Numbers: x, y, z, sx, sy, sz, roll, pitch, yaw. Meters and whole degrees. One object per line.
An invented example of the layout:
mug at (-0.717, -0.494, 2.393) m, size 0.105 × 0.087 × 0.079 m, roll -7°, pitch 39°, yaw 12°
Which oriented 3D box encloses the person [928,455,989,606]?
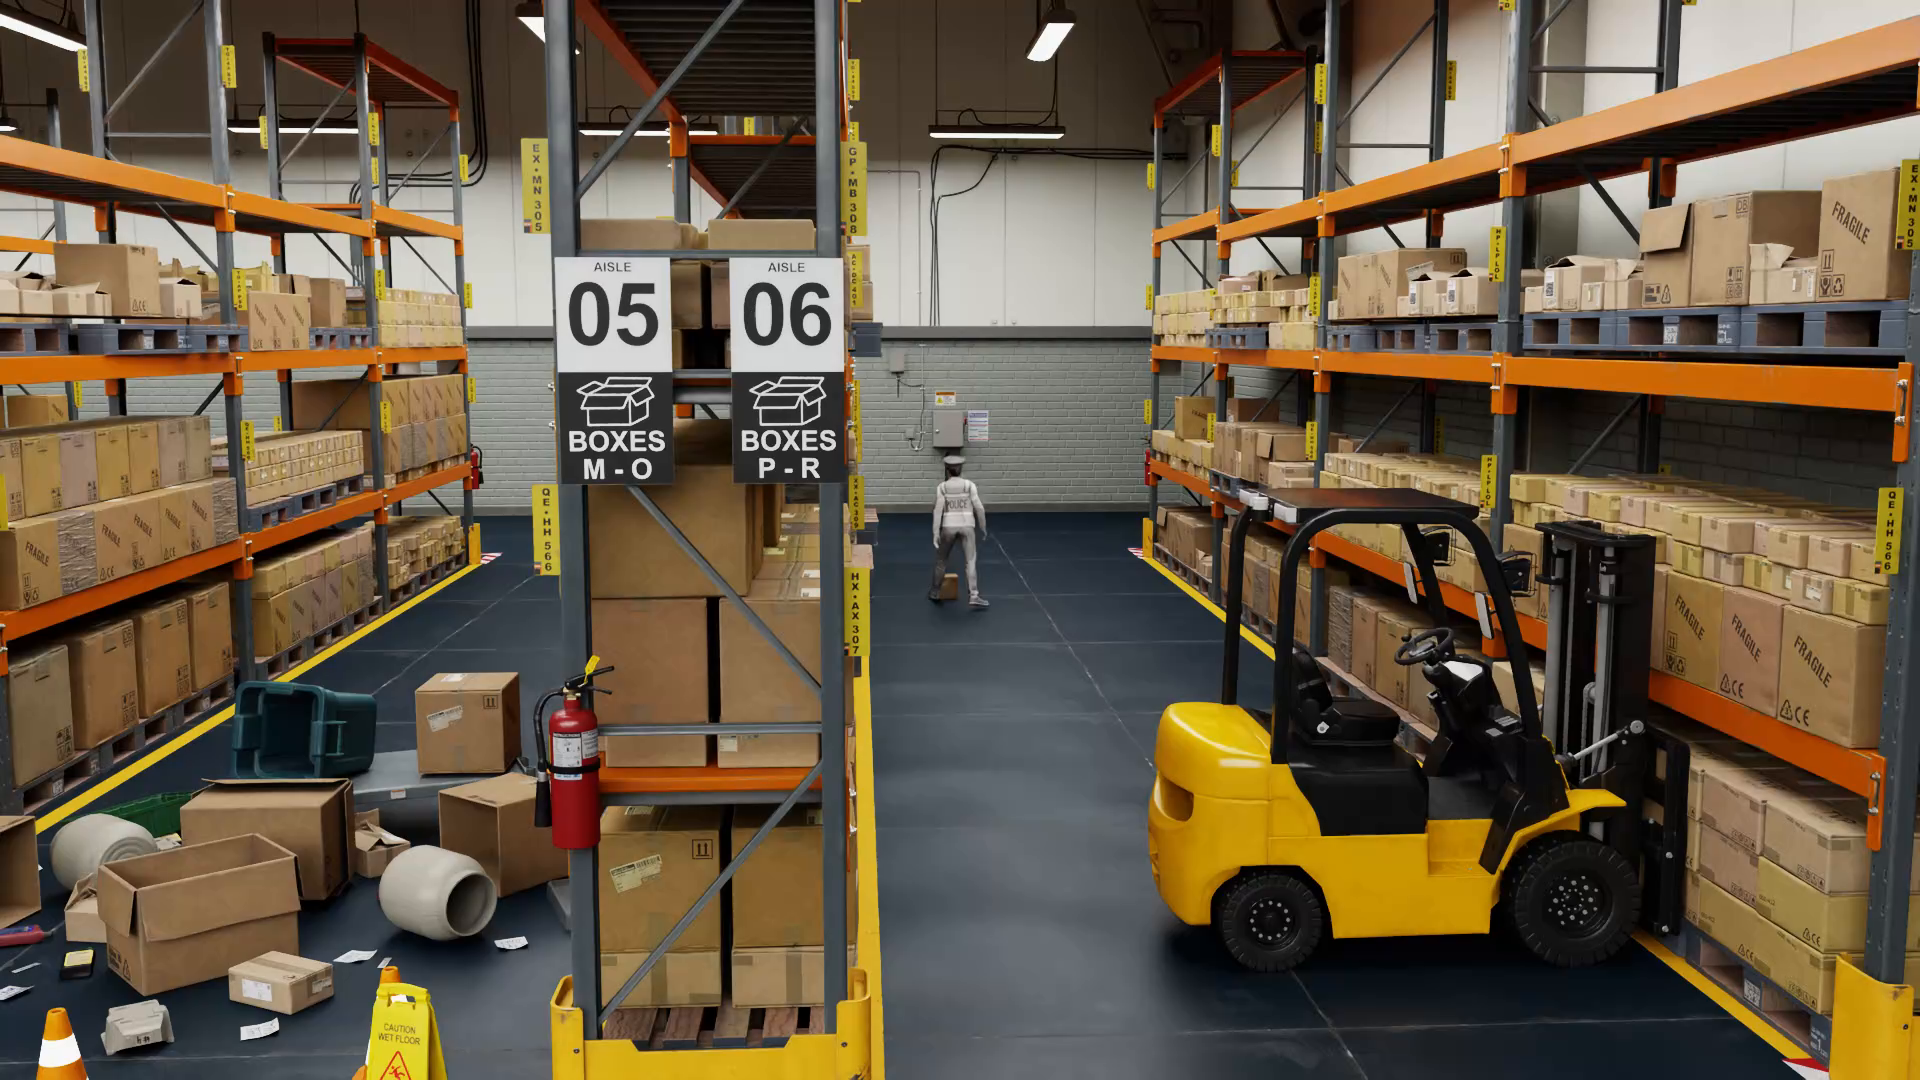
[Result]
person at (-0.034, -0.116, 18.212) m, size 0.762 × 1.610 × 0.912 m, roll 1°, pitch 7°, yaw 7°
